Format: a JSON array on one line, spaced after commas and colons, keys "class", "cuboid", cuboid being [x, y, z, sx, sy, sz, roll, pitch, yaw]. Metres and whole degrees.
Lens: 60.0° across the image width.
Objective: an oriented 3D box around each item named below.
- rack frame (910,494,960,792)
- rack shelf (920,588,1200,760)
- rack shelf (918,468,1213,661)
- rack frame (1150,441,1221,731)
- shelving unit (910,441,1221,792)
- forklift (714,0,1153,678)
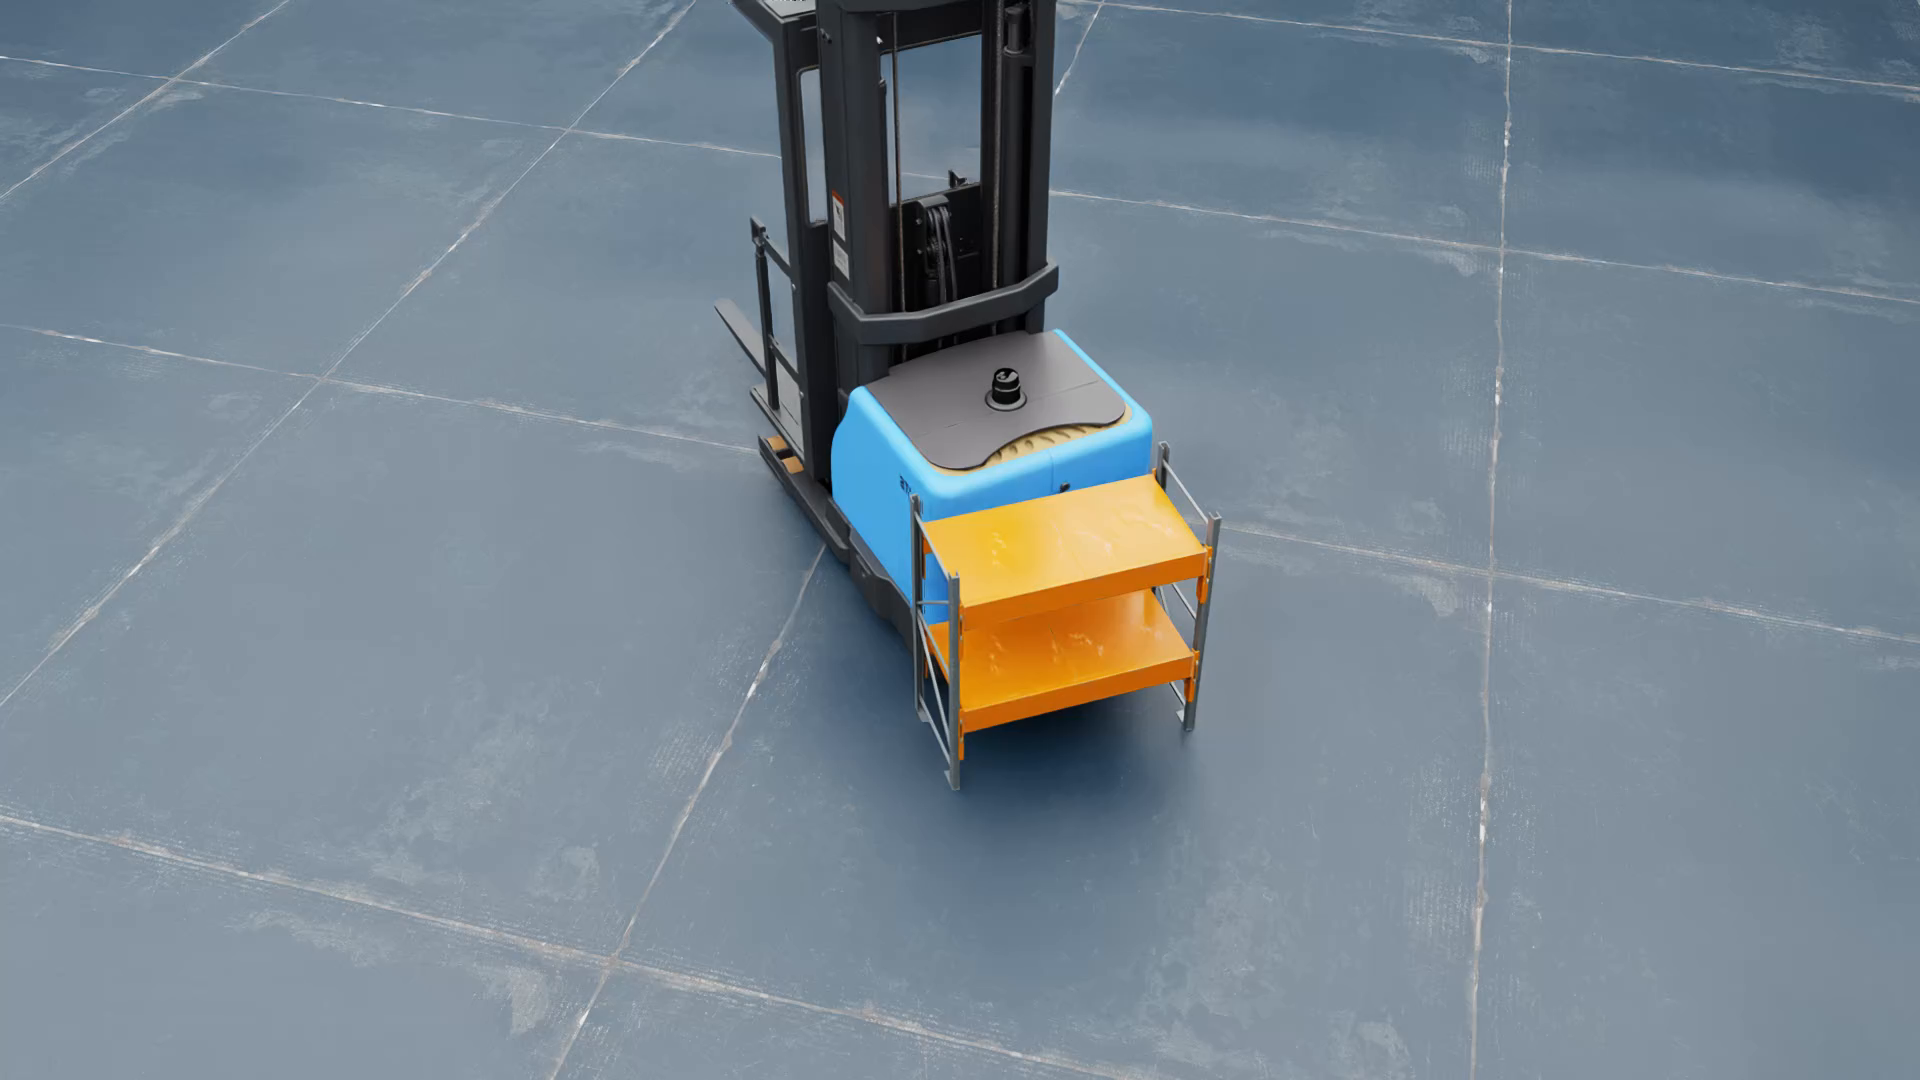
[{"class": "rack frame", "cuboid": [-0.094, 0.412, 6.410, 0.032, 1.125, 0.500, -12, 42, -14]}, {"class": "rack shelf", "cuboid": [0.387, 0.493, 6.693, 1.000, 0.278, 0.538, -12, 42, -14]}, {"class": "rack shelf", "cuboid": [0.387, 0.082, 6.347, 1.000, 0.278, 0.538, -12, 42, -14]}, {"class": "rack frame", "cuboid": [0.868, 0.200, 6.661, 0.032, 1.125, 0.500, -12, 42, -14]}, {"class": "shelving unit", "cuboid": [0.387, 0.306, 6.536, 1.048, 1.125, 0.538, -12, 42, -14]}, {"class": "forklift", "cuboid": [-0.331, -1.482, 7.260, 1.130, 2.935, 3.031, -19, 43, -21]}]
